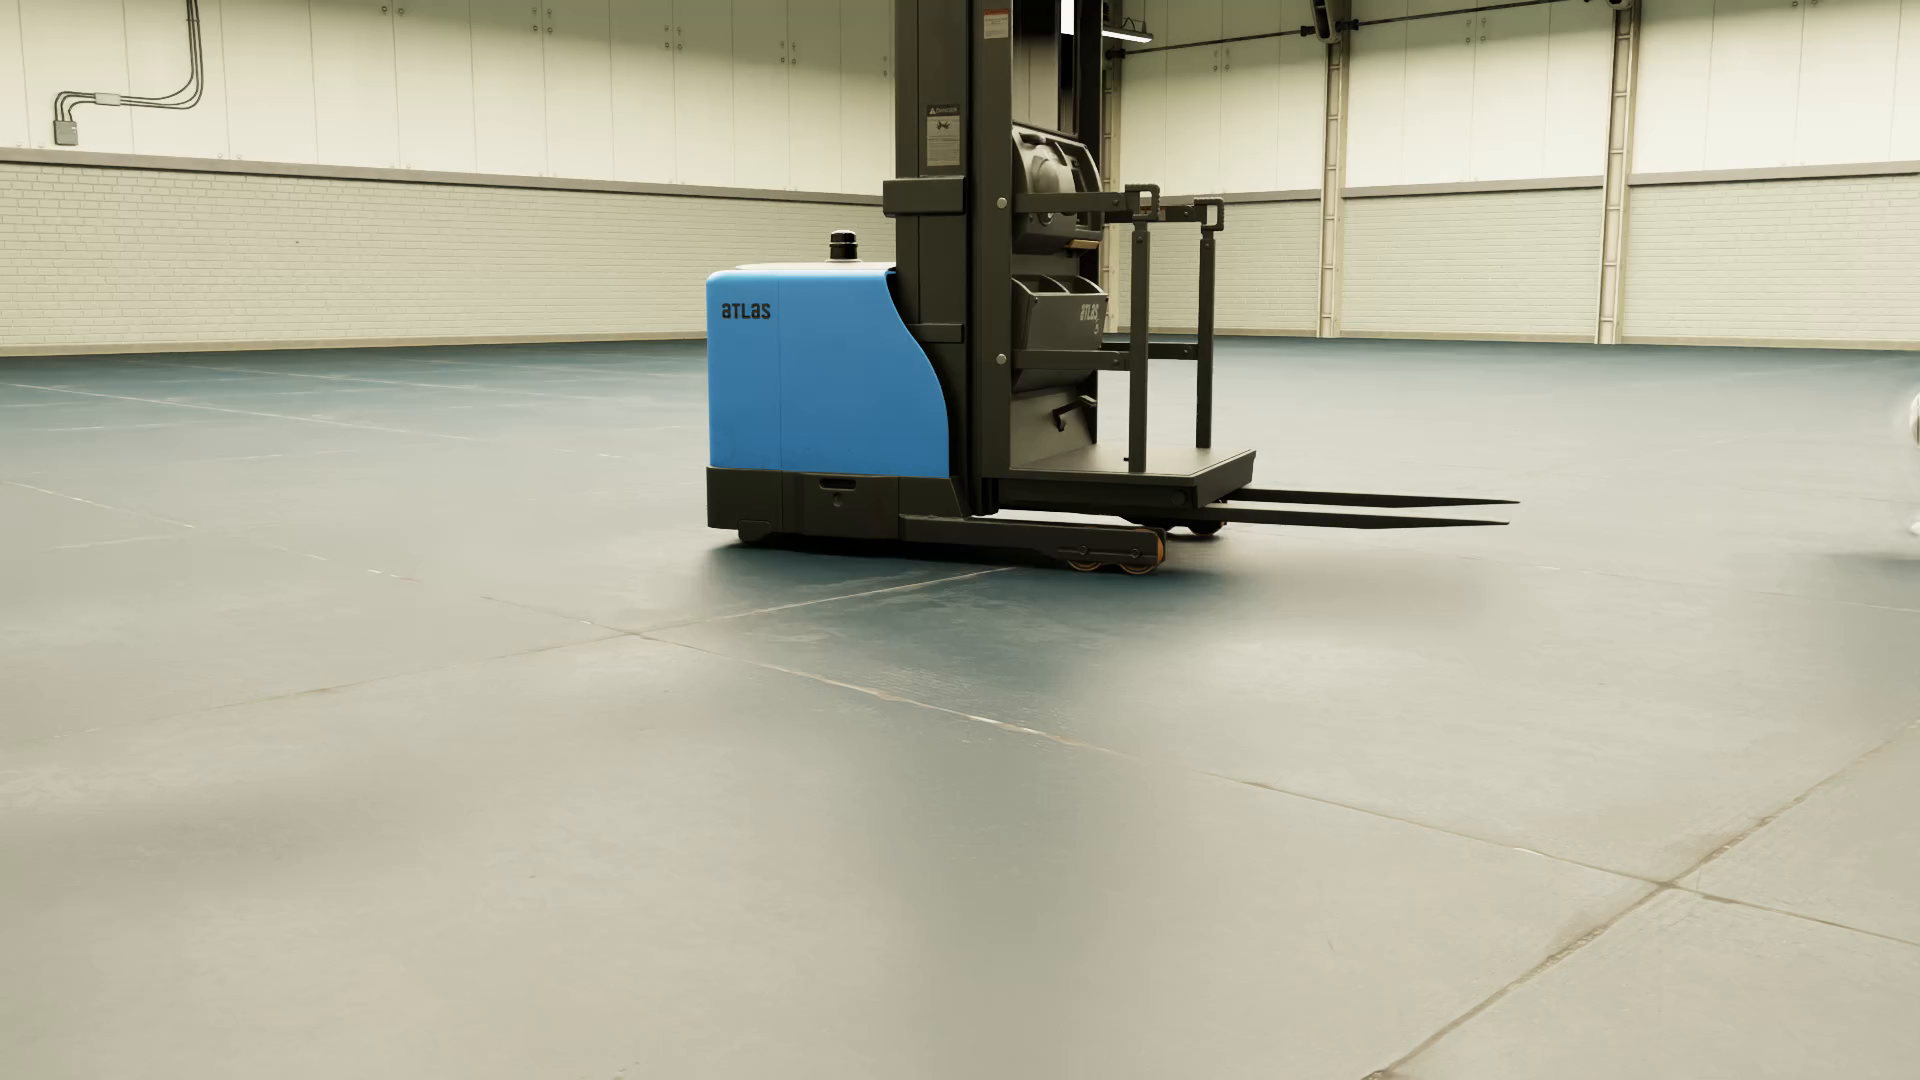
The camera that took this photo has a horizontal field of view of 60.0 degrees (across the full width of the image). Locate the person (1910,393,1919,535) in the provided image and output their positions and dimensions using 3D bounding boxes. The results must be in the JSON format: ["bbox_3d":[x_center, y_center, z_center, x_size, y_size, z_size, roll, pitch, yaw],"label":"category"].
[{"bbox_3d":[3.908,-0.702,5.852,0.697,1.608,1.000,0,9,0],"label":"person"}]

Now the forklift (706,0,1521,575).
[{"bbox_3d":[0.565,-1.416,6.275,3.031,2.935,1.130,3,9,22],"label":"forklift"}]
